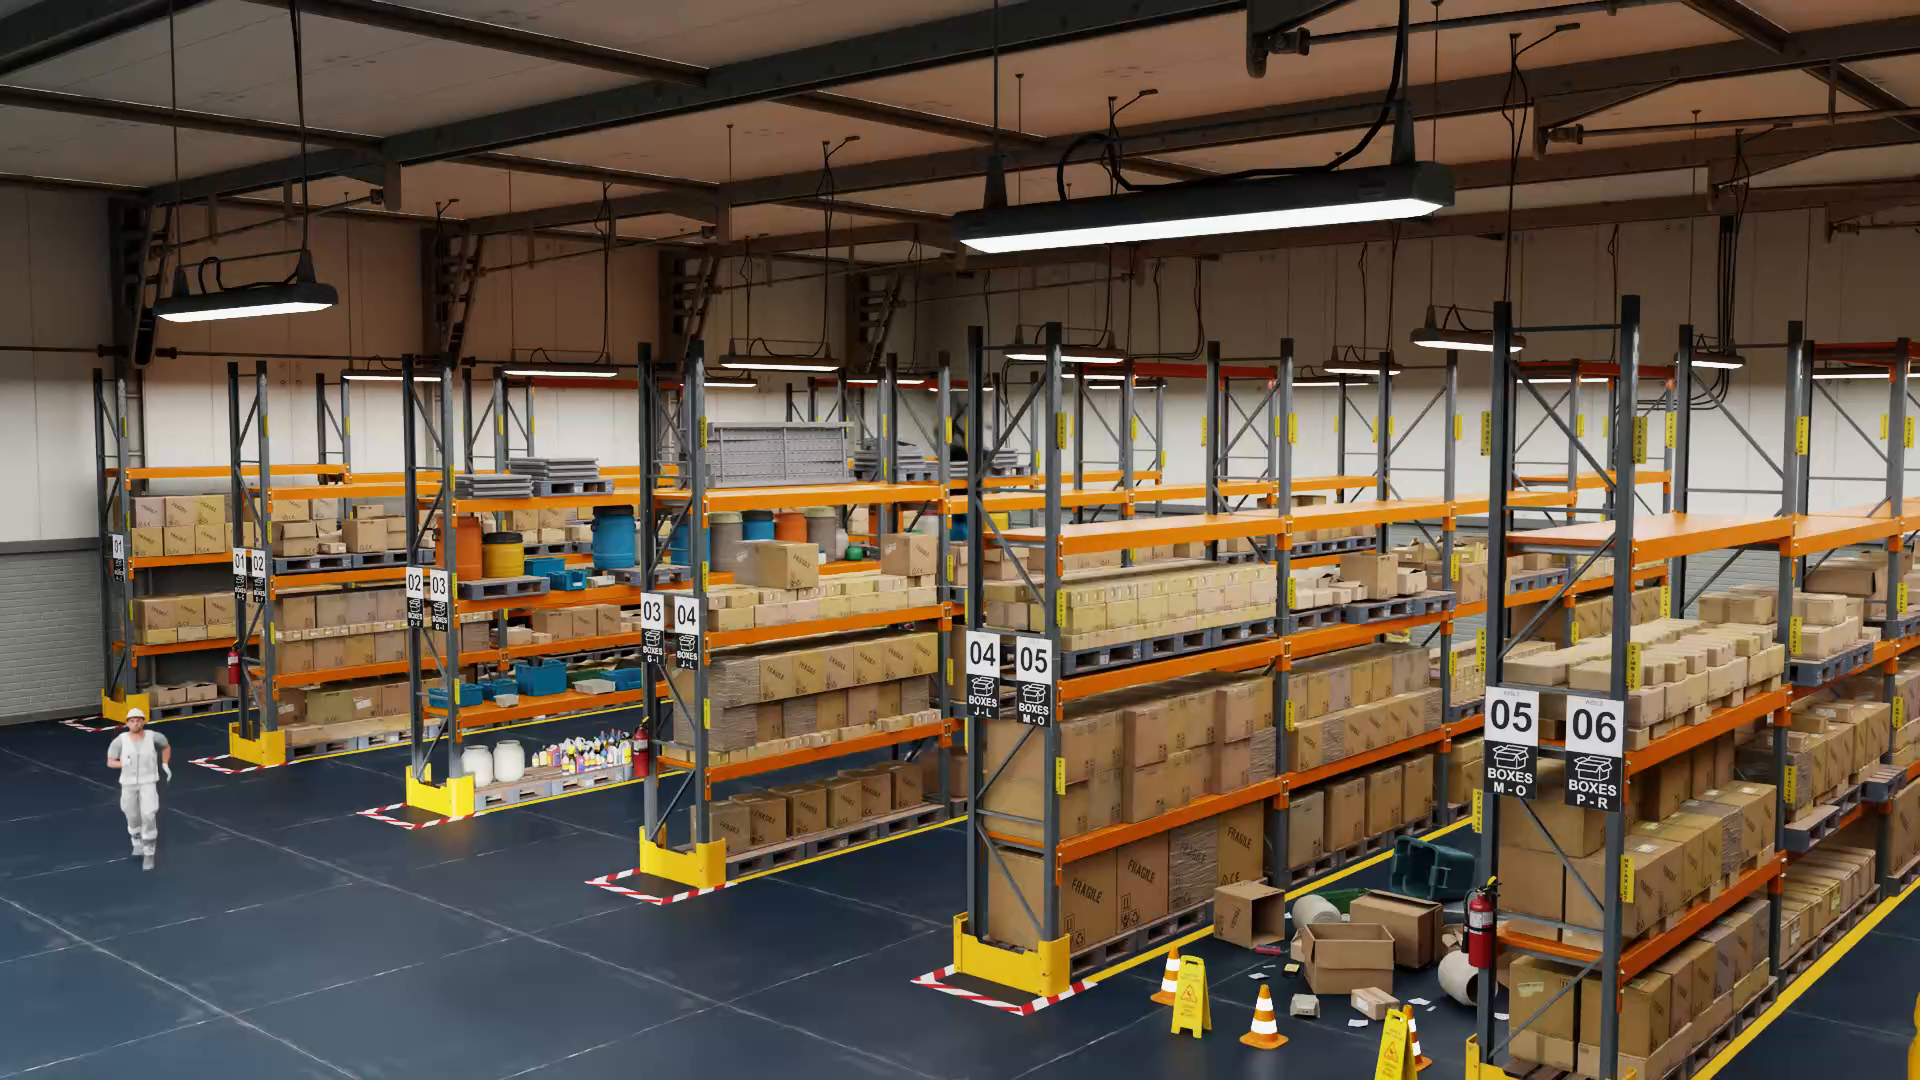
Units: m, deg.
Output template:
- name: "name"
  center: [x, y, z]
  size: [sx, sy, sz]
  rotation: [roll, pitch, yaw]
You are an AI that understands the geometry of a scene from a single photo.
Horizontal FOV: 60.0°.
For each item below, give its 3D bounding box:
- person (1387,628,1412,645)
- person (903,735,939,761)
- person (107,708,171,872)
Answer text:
- name: "person"
  center: [8.332, 1.957, 31.652]
  size: [0.688, 1.773, 0.920]
  rotation: [-2, 5, -26]
- name: "person"
  center: [-0.563, 2.505, 25.249]
  size: [0.541, 1.604, 0.805]
  rotation: [4, 6, 41]
- name: "person"
  center: [-9.466, 2.853, 19.198]
  size: [0.648, 1.845, 0.799]
  rotation: [-2, 4, -20]
